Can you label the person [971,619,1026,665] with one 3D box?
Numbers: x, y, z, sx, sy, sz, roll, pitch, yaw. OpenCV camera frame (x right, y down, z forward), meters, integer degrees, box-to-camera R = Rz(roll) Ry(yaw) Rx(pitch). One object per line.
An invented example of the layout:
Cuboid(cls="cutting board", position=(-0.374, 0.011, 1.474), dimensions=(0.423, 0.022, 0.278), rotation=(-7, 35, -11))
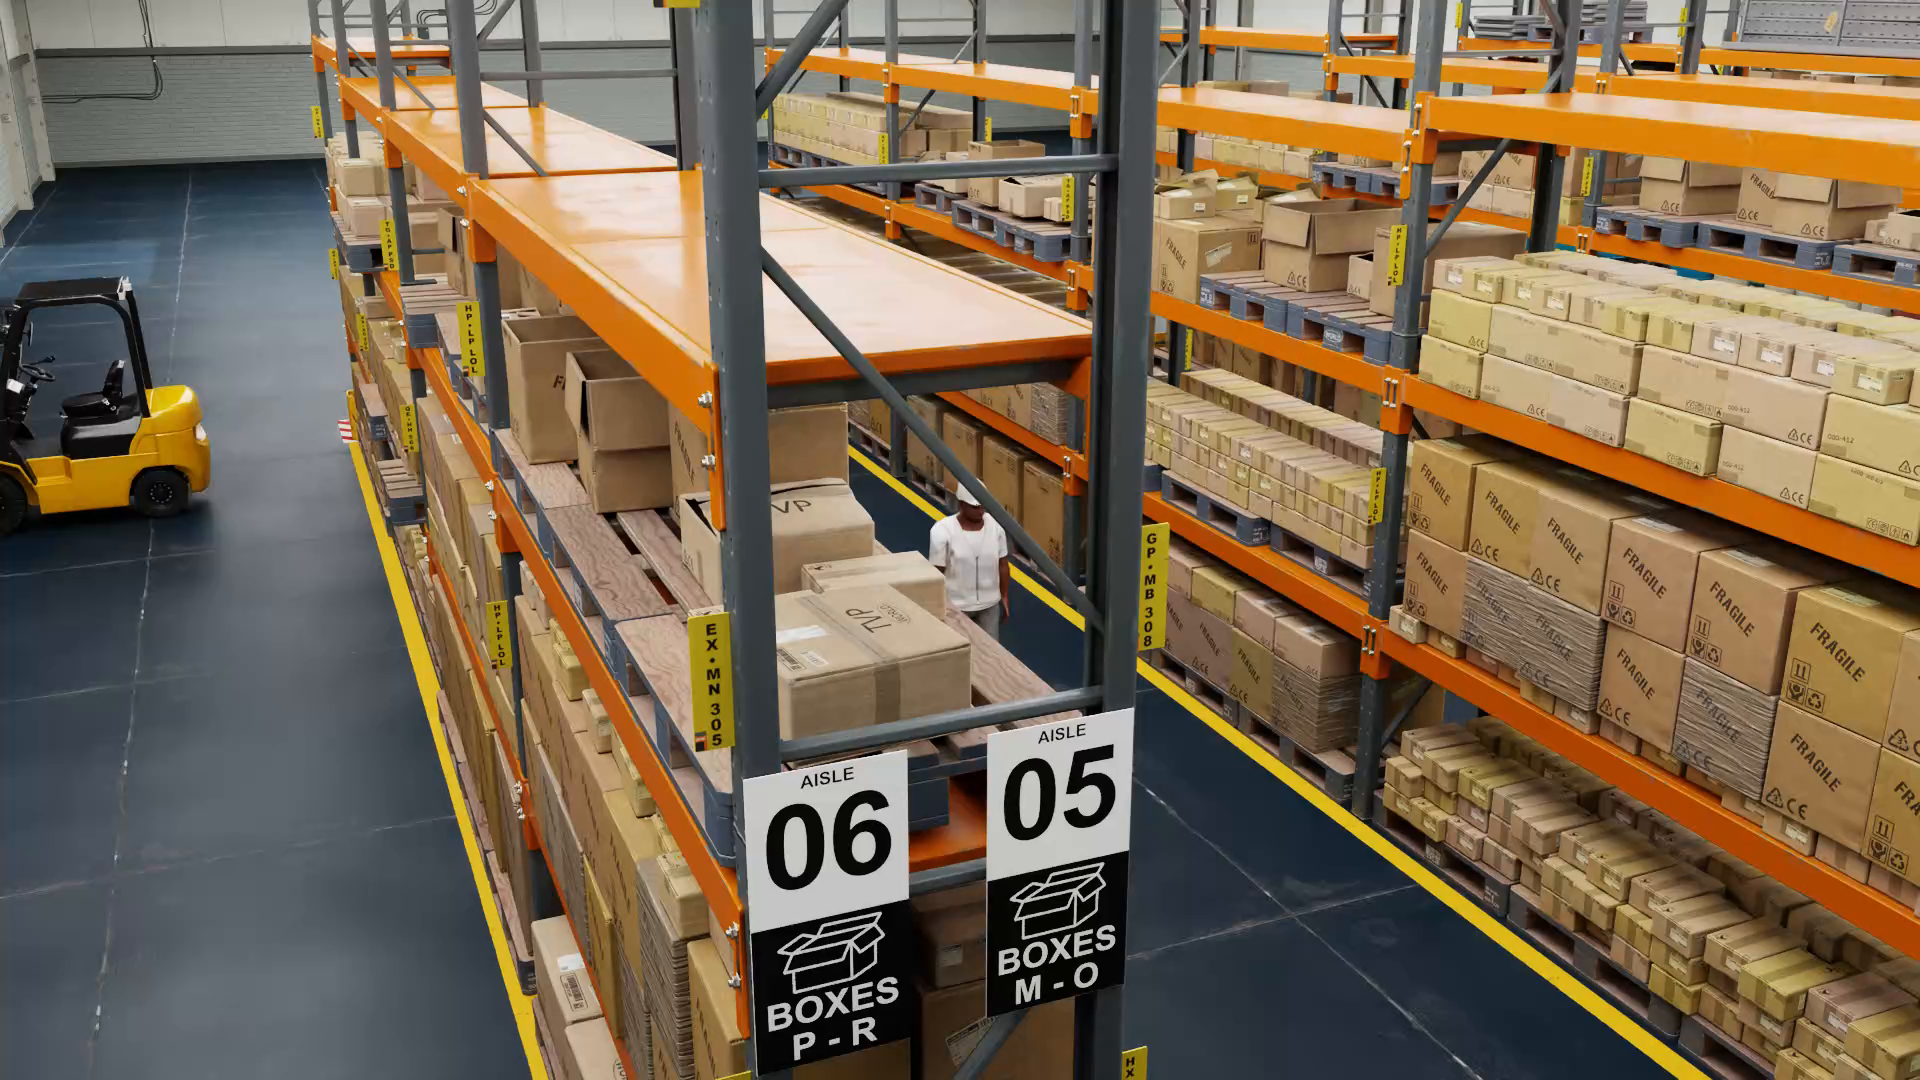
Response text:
Cuboid(cls="person", position=(0.157, 0.948, 11.283), dimensions=(0.526, 0.807, 0.962), rotation=(-8, 20, -23))
